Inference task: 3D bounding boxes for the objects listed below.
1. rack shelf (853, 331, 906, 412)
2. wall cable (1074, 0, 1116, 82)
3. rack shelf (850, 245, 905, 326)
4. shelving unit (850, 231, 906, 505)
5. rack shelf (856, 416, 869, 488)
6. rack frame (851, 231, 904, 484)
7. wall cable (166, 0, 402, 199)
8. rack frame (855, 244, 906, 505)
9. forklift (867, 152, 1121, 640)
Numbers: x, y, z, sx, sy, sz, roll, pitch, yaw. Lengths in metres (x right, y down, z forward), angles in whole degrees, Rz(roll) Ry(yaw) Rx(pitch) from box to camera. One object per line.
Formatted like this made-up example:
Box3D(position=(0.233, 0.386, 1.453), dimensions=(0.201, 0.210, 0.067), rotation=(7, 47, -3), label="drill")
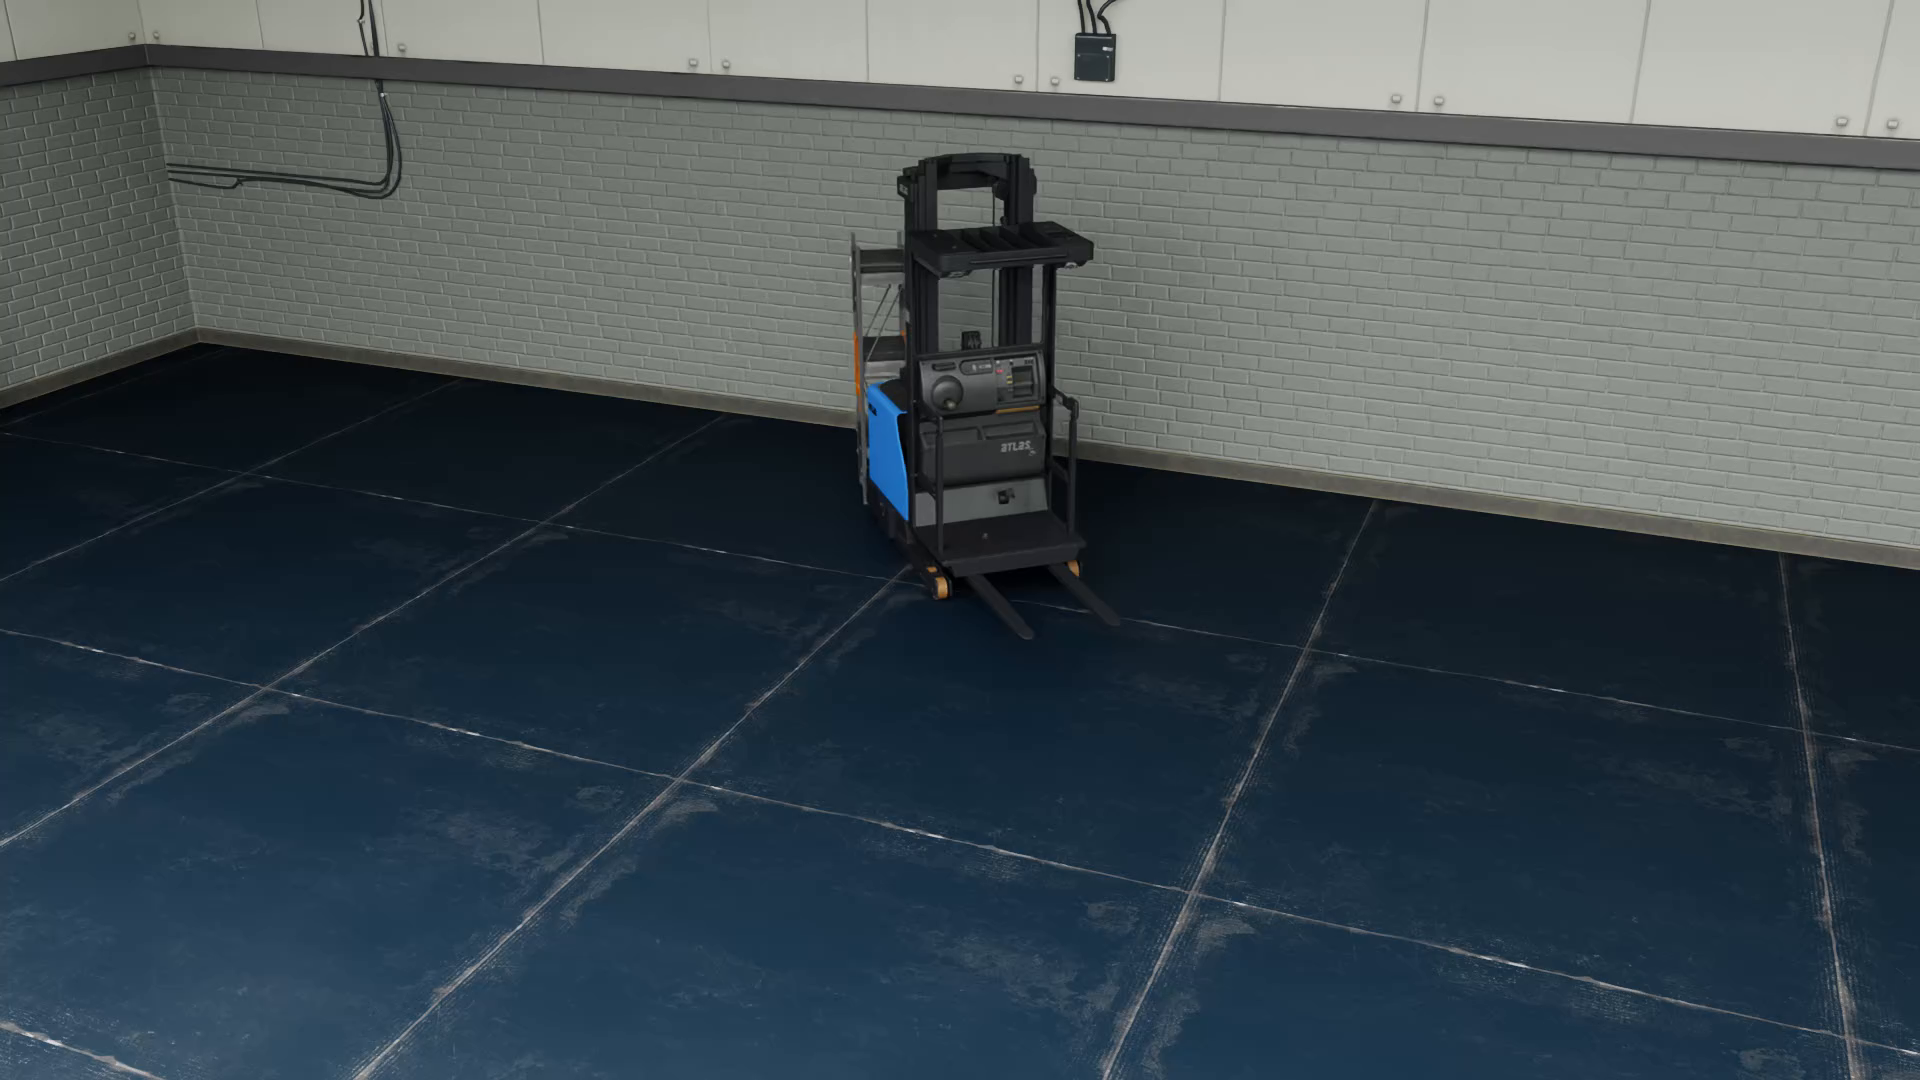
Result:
Box3D(position=(-0.619, -1.351, 13.285), dimensions=(0.431, 0.518, 0.480), rotation=(-3, 22, -7), label="rack shelf")
Box3D(position=(1.986, -6.263, 11.657), dimensions=(2.305, 6.003, 0.169), rotation=(9, 24, 20), label="wall cable")
Box3D(position=(-0.626, -1.999, 13.020), dimensions=(0.431, 0.518, 0.480), rotation=(-3, 22, -7), label="rack shelf")
Box3D(position=(-0.620, -1.363, 13.280), dimensions=(0.431, 2.100, 0.503), rotation=(-3, 22, -7), label="shelving unit")
Box3D(position=(-0.613, -0.703, 13.550), dimensions=(0.431, 0.518, 0.480), rotation=(-3, 22, -7), label="rack shelf")
Box3D(position=(-0.651, -1.455, 13.504), dimensions=(0.400, 2.100, 0.015), rotation=(-3, 22, -7), label="rack frame")
Box3D(position=(-6.822, -4.626, 16.179), dimensions=(3.097, 2.526, 0.112), rotation=(9, 24, 20), label="wall cable")
Box3D(position=(-0.588, -1.272, 13.056), dimensions=(0.400, 2.100, 0.015), rotation=(-3, 22, -7), label="rack frame")
Box3D(position=(0.235, -1.106, 11.596), dimensions=(1.130, 2.935, 3.031), rotation=(-8, 24, -18), label="forklift")
